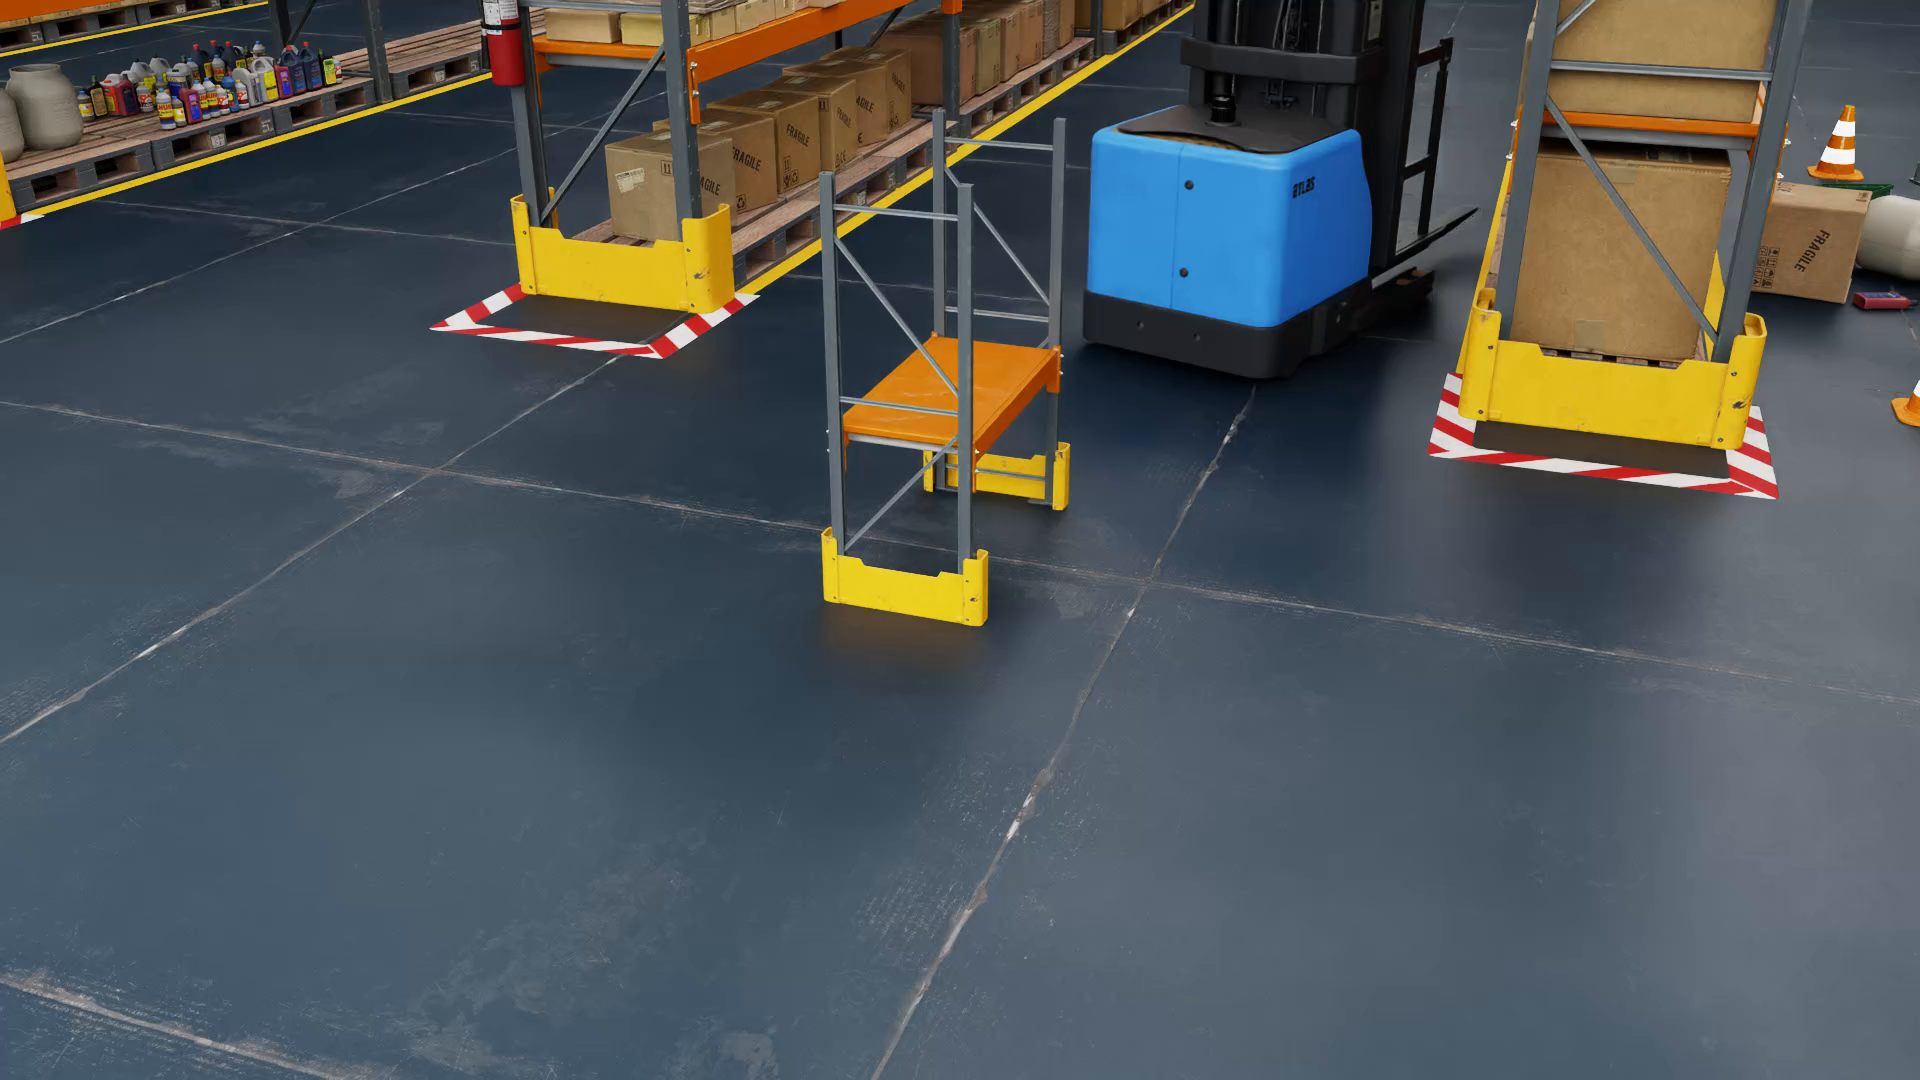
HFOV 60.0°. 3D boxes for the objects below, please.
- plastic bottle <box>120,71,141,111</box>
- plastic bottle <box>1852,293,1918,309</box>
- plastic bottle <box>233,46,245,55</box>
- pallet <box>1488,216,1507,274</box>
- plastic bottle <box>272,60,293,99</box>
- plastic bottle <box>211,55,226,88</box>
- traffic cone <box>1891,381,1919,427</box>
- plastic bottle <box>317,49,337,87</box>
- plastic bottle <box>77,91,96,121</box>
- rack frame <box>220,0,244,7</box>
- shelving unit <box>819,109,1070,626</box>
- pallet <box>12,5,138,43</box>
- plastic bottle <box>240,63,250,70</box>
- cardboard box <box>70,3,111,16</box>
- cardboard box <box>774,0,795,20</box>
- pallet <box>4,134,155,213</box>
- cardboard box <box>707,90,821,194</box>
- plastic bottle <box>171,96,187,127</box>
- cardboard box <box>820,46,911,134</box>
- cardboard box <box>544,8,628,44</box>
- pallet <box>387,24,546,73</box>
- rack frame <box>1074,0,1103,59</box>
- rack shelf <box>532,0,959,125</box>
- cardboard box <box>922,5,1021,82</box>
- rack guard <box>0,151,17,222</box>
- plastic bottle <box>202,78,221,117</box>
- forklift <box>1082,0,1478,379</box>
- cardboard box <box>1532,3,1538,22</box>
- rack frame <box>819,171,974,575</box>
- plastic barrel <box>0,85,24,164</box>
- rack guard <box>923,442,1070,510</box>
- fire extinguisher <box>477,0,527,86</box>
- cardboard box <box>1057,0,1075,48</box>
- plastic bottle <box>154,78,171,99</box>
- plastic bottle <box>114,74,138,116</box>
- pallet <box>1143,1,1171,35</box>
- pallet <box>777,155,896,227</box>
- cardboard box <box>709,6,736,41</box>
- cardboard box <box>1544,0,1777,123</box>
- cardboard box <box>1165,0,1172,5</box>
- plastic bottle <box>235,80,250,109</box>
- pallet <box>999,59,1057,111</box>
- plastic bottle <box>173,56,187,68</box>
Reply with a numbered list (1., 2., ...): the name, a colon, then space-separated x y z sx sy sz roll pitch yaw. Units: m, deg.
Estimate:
1. plastic bottle: -6.142 -3.315 12.275 0.152 0.276 0.135 8 27 16
2. plastic bottle: 4.893 -1.264 8.790 0.283 0.061 0.133 0 26 -1
3. plastic bottle: -5.765 -3.779 13.234 0.152 0.276 0.135 10 27 19
4. pallet: 3.419 -1.473 9.050 1.003 0.211 1.213 9 27 17
5. plastic bottle: -5.186 -3.529 12.708 0.061 0.283 0.133 11 28 21
6. plastic bottle: -5.759 -3.633 12.937 0.097 0.271 0.097 0 26 0
7. traffic cone: 4.335 -0.759 7.287 0.336 0.463 0.334 9 27 17
8. plastic bottle: -5.013 -3.741 13.147 0.061 0.283 0.133 10 28 20
9. plastic bottle: -6.298 -3.125 11.967 0.097 0.201 0.097 0 26 0
10. rack frame: -8.503 -7.375 18.040 1.000 3.000 0.127 9 27 17
11. shelving unit: -0.025 -0.644 5.858 0.587 1.500 1.083 9 27 17
12. pallet: -9.221 -5.288 16.929 1.003 0.211 1.213 9 27 17
13. plastic bottle: -5.383 -3.473 12.593 0.061 0.283 0.133 9 27 17
14. cardboard box: -8.955 -5.445 16.726 0.500 0.250 0.500 9 27 18
15. cardboard box: -1.153 -3.027 9.348 0.380 0.149 0.250 9 27 17
16. pallet: -6.239 -2.484 11.138 1.003 0.211 1.213 9 27 17
17. cardboard box: -1.208 -2.473 10.301 0.500 0.500 0.500 11 28 22
18. plastic bottle: -5.564 -3.049 11.811 0.097 0.201 0.097 0 26 0
19. cardboard box: -0.664 -3.199 11.801 0.500 0.500 0.500 8 27 16
20. cardboard box: -1.924 -2.683 8.638 0.380 0.149 0.250 9 27 17
21. pallet: -4.535 -4.588 15.483 1.003 0.211 1.213 9 27 17
22. rack frame: 0.838 -5.937 15.070 1.000 3.000 0.127 9 27 17
23. rack shelf: -1.159 -3.148 10.134 1.077 0.370 4.000 9 27 17
24. cardboard box: 0.093 -4.039 13.513 0.700 0.500 0.500 6 27 13
25. rack guard: -6.514 -2.281 10.387 1.175 0.500 0.348 9 27 17
26. plastic bottle: -5.451 -3.220 12.083 0.097 0.271 0.097 0 26 0
27. forklift: 1.879 -2.639 8.337 1.130 2.935 3.031 18 31 32
28. cardboard box: 4.596 -3.373 11.874 1.050 0.750 0.750 9 27 17
29. rack frame: -0.198 -0.431 5.419 0.500 1.500 0.032 9 27 17
30. plastic barrel: -6.348 -2.719 10.796 0.421 0.512 0.421 0 26 0
31. rack guard: 0.140 -0.286 6.554 0.587 0.250 0.087 9 27 17
32. fire extinguisher: -2.297 -2.634 8.338 0.296 0.674 0.183 9 27 17
33. cardboard box: 0.633 -4.732 14.944 0.700 0.500 0.500 7 27 15
34. plastic bottle: -5.962 -3.350 12.434 0.097 0.201 0.097 0 26 0
35. plastic bottle: -6.087 -3.246 12.124 0.061 0.283 0.133 9 27 17
36. pallet: 1.579 -5.495 17.356 1.003 0.211 1.213 9 27 17
37. pallet: -1.088 -2.254 10.663 1.003 0.211 1.213 9 27 17
38. cardboard box: -1.404 -2.719 8.712 0.380 0.149 0.250 9 27 17
39. cardboard box: 2.900 -2.115 7.004 0.875 0.550 0.550 9 27 17
40. cardboard box: 1.678 -6.180 17.529 1.225 0.875 0.875 8 27 16
41. plastic bottle: -5.349 -3.313 12.357 0.097 0.201 0.097 0 26 0
42. pallet: 0.168 -3.861 13.983 1.003 0.211 1.213 9 27 17
43. plastic bottle: -5.981 -3.576 12.806 0.061 0.283 0.133 10 28 20
